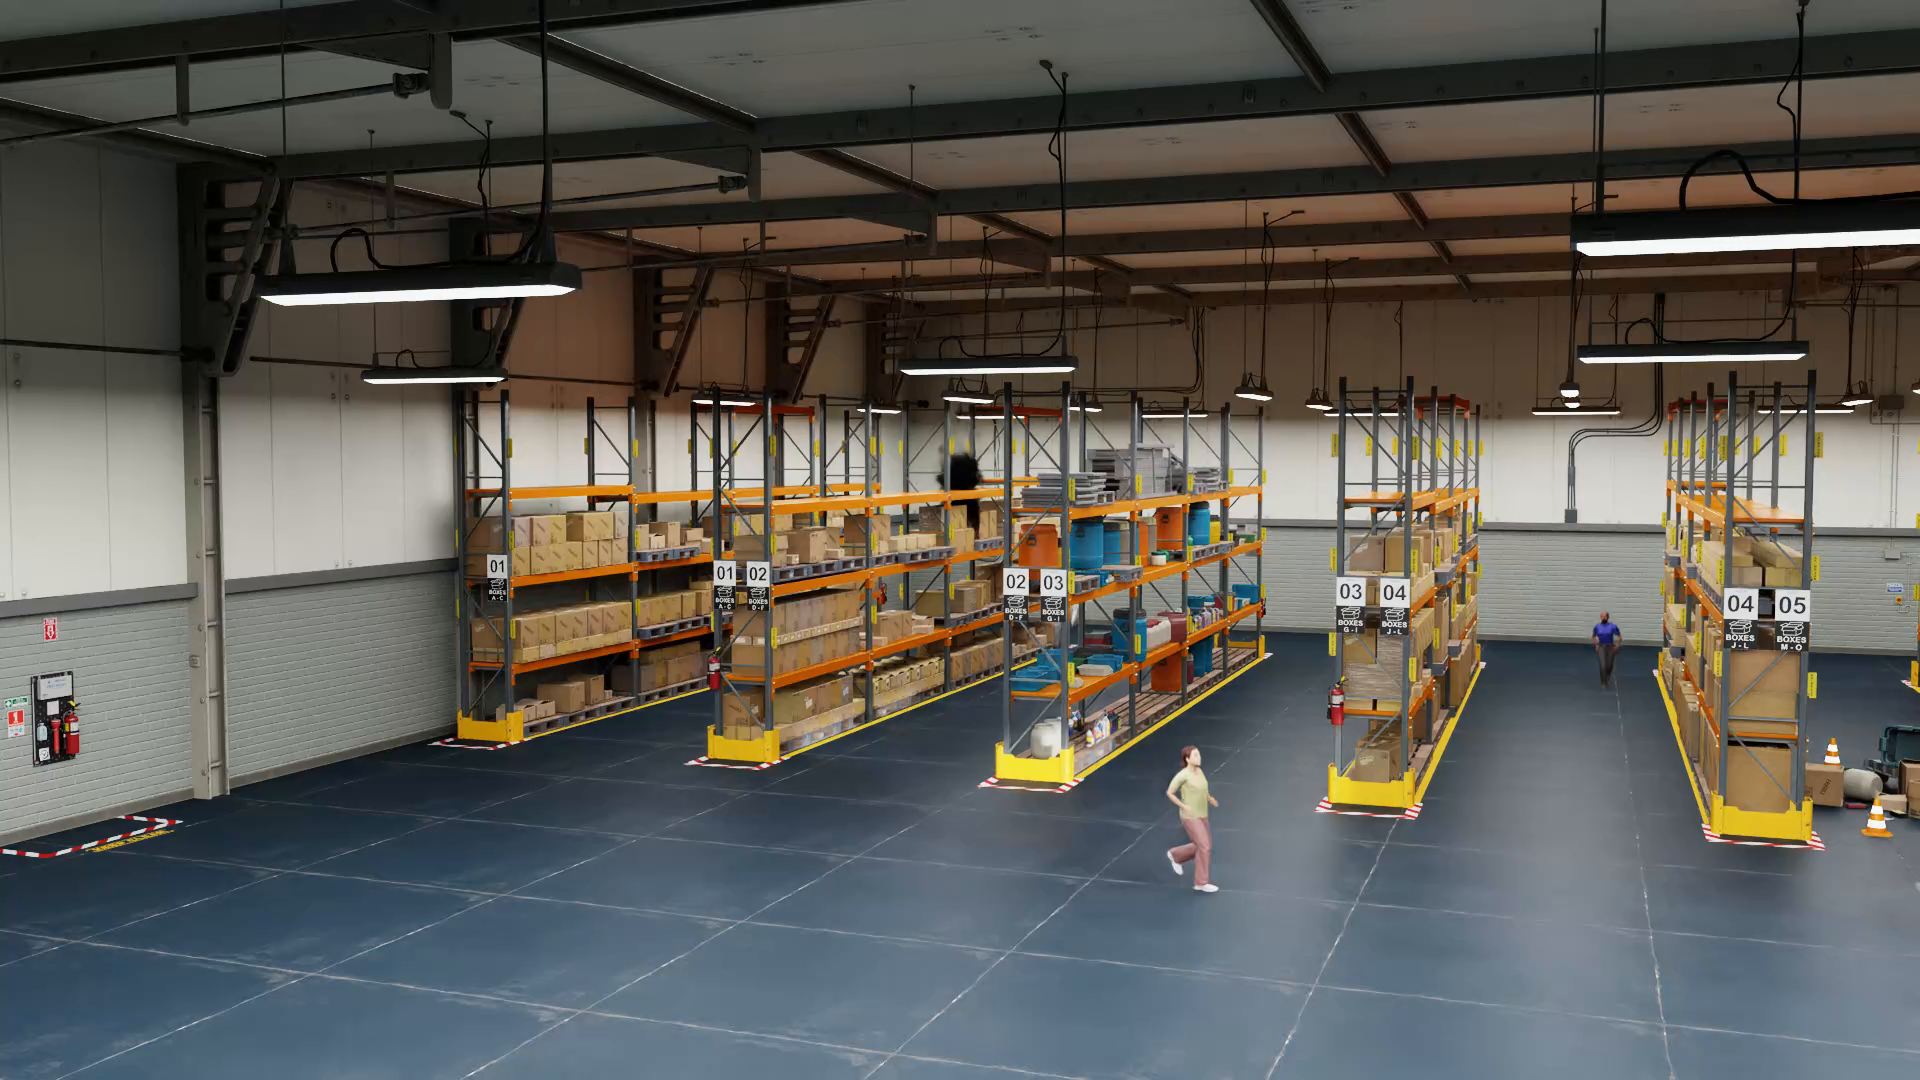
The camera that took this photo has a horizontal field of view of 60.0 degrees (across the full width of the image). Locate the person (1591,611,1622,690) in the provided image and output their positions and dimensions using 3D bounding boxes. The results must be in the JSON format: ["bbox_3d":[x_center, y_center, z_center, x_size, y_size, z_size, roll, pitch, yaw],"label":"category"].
[{"bbox_3d":[13.468,2.304,34.655,0.585,1.629,0.567,2,3,26],"label":"person"}]

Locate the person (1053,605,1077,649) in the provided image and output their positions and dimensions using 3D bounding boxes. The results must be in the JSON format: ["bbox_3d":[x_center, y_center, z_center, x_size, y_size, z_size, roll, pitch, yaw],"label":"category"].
[{"bbox_3d":[2.197,1.881,36.026,0.628,1.701,0.754,1,3,11],"label":"person"}]

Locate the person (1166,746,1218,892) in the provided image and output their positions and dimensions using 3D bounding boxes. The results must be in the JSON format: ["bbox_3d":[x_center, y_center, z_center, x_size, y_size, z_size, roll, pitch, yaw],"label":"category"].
[{"bbox_3d":[2.620,3.143,18.894,0.753,1.628,0.586,3,4,44],"label":"person"}]
